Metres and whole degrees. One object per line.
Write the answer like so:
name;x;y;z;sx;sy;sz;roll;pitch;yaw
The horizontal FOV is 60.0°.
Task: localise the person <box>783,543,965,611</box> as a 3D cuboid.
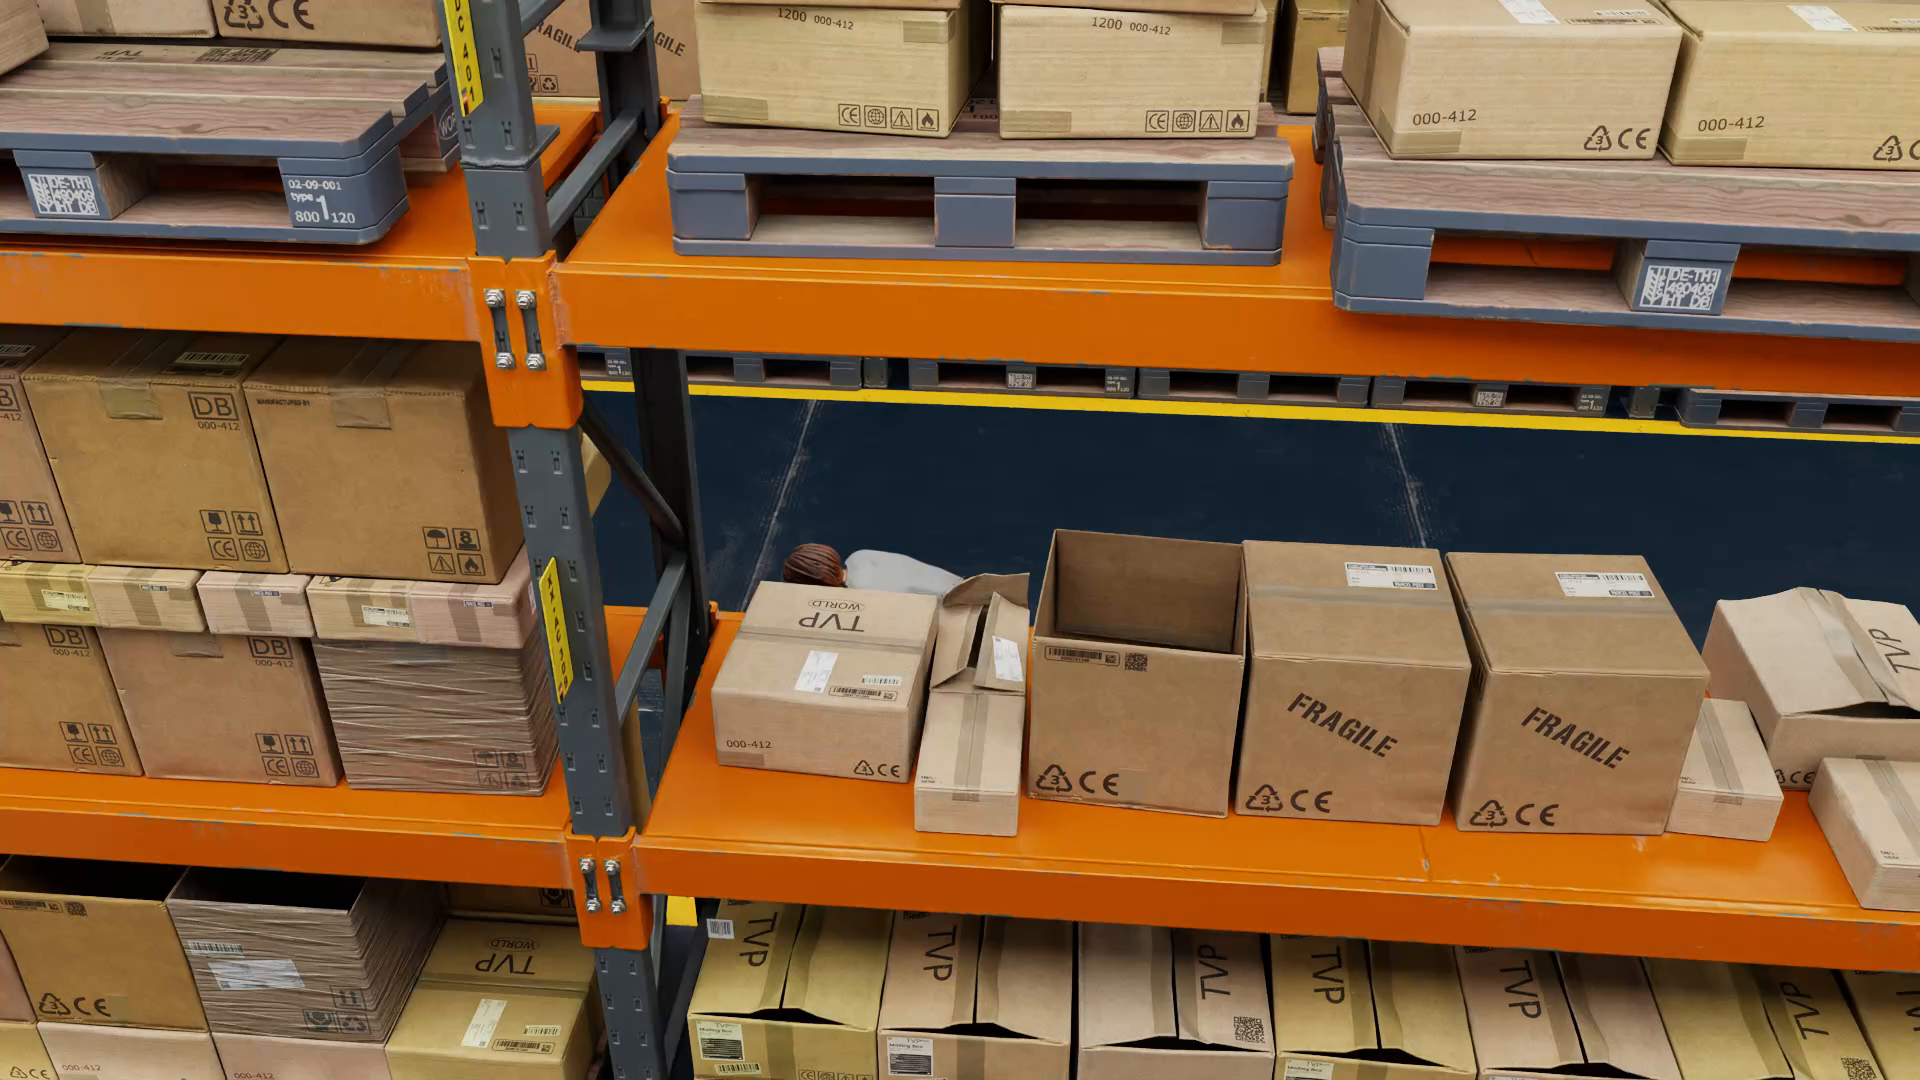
person;-0.247;0.397;6.175;0.846;0.903;0.424;1;32;2
